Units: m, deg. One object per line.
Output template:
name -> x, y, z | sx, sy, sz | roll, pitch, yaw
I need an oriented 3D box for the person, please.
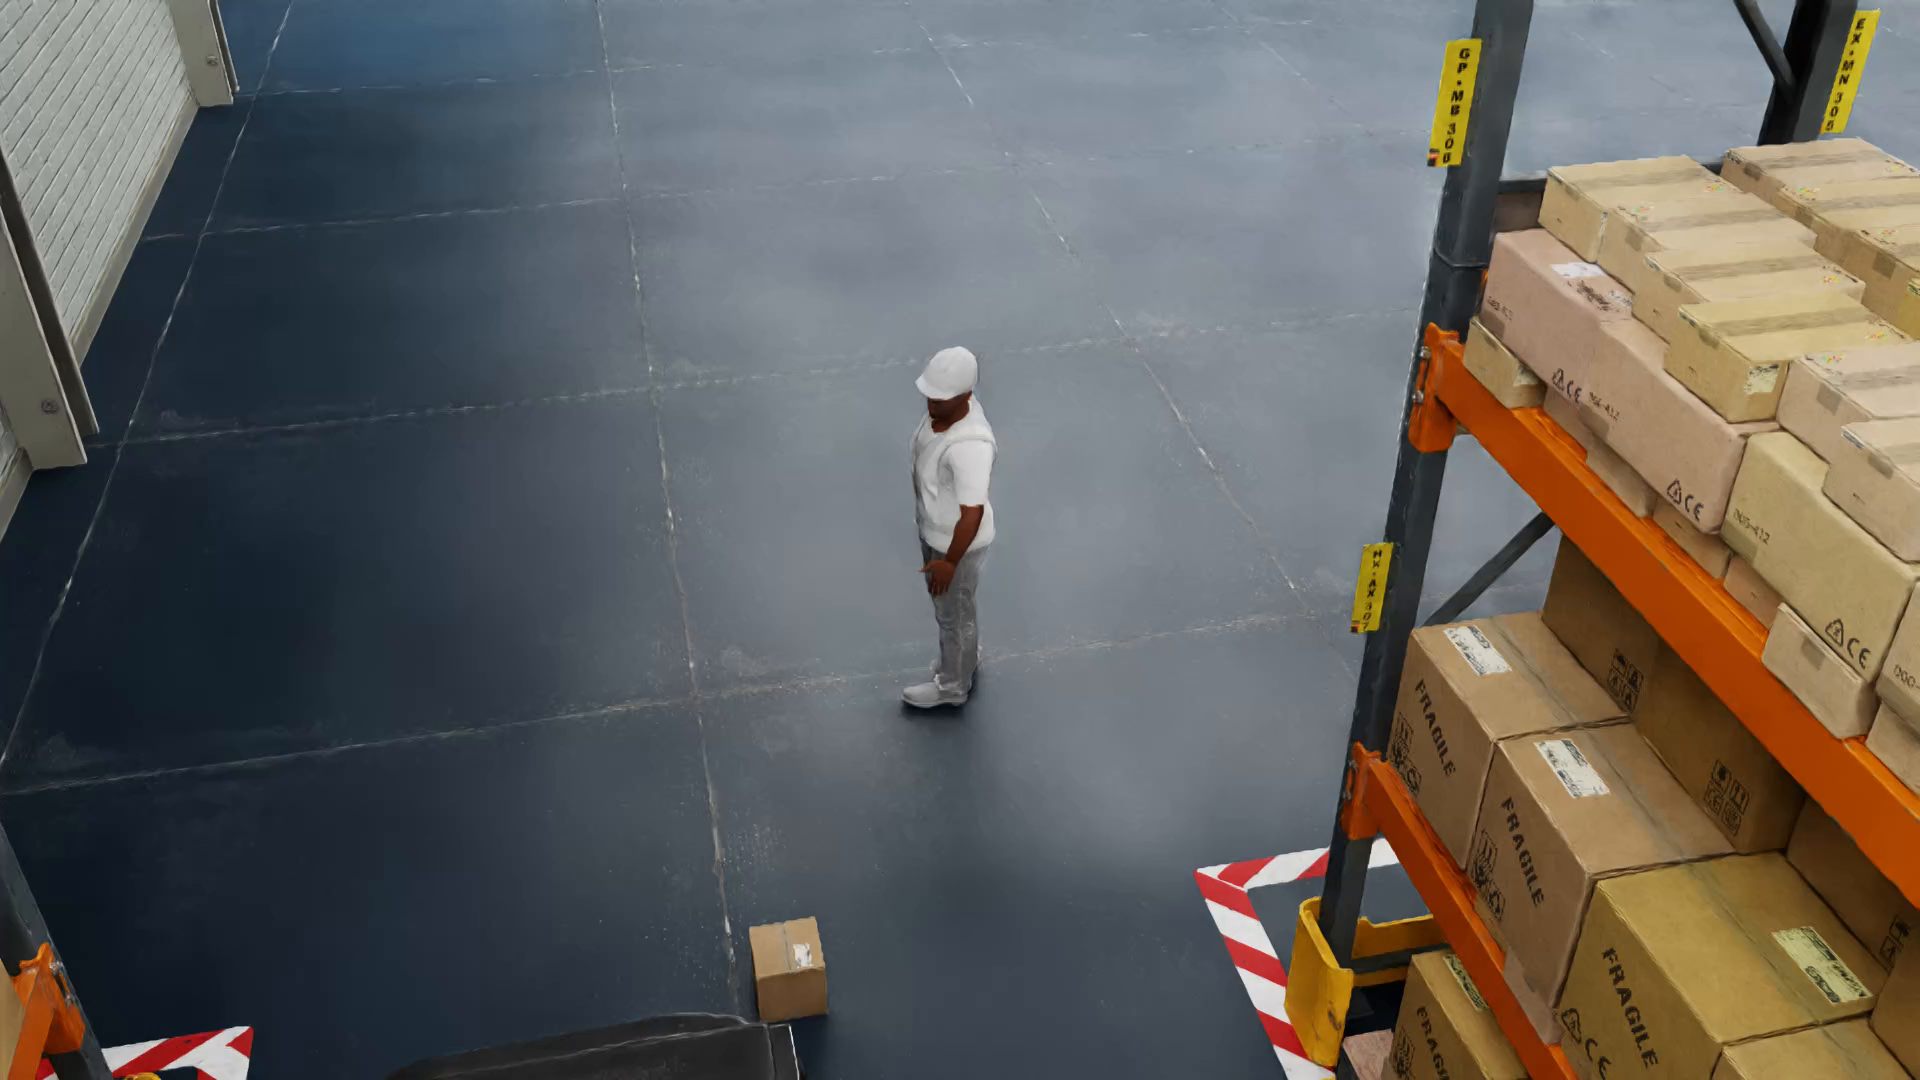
person -> -0.070, -0.009, 7.170 | 0.423, 1.847, 0.606 | -8, 35, -12
